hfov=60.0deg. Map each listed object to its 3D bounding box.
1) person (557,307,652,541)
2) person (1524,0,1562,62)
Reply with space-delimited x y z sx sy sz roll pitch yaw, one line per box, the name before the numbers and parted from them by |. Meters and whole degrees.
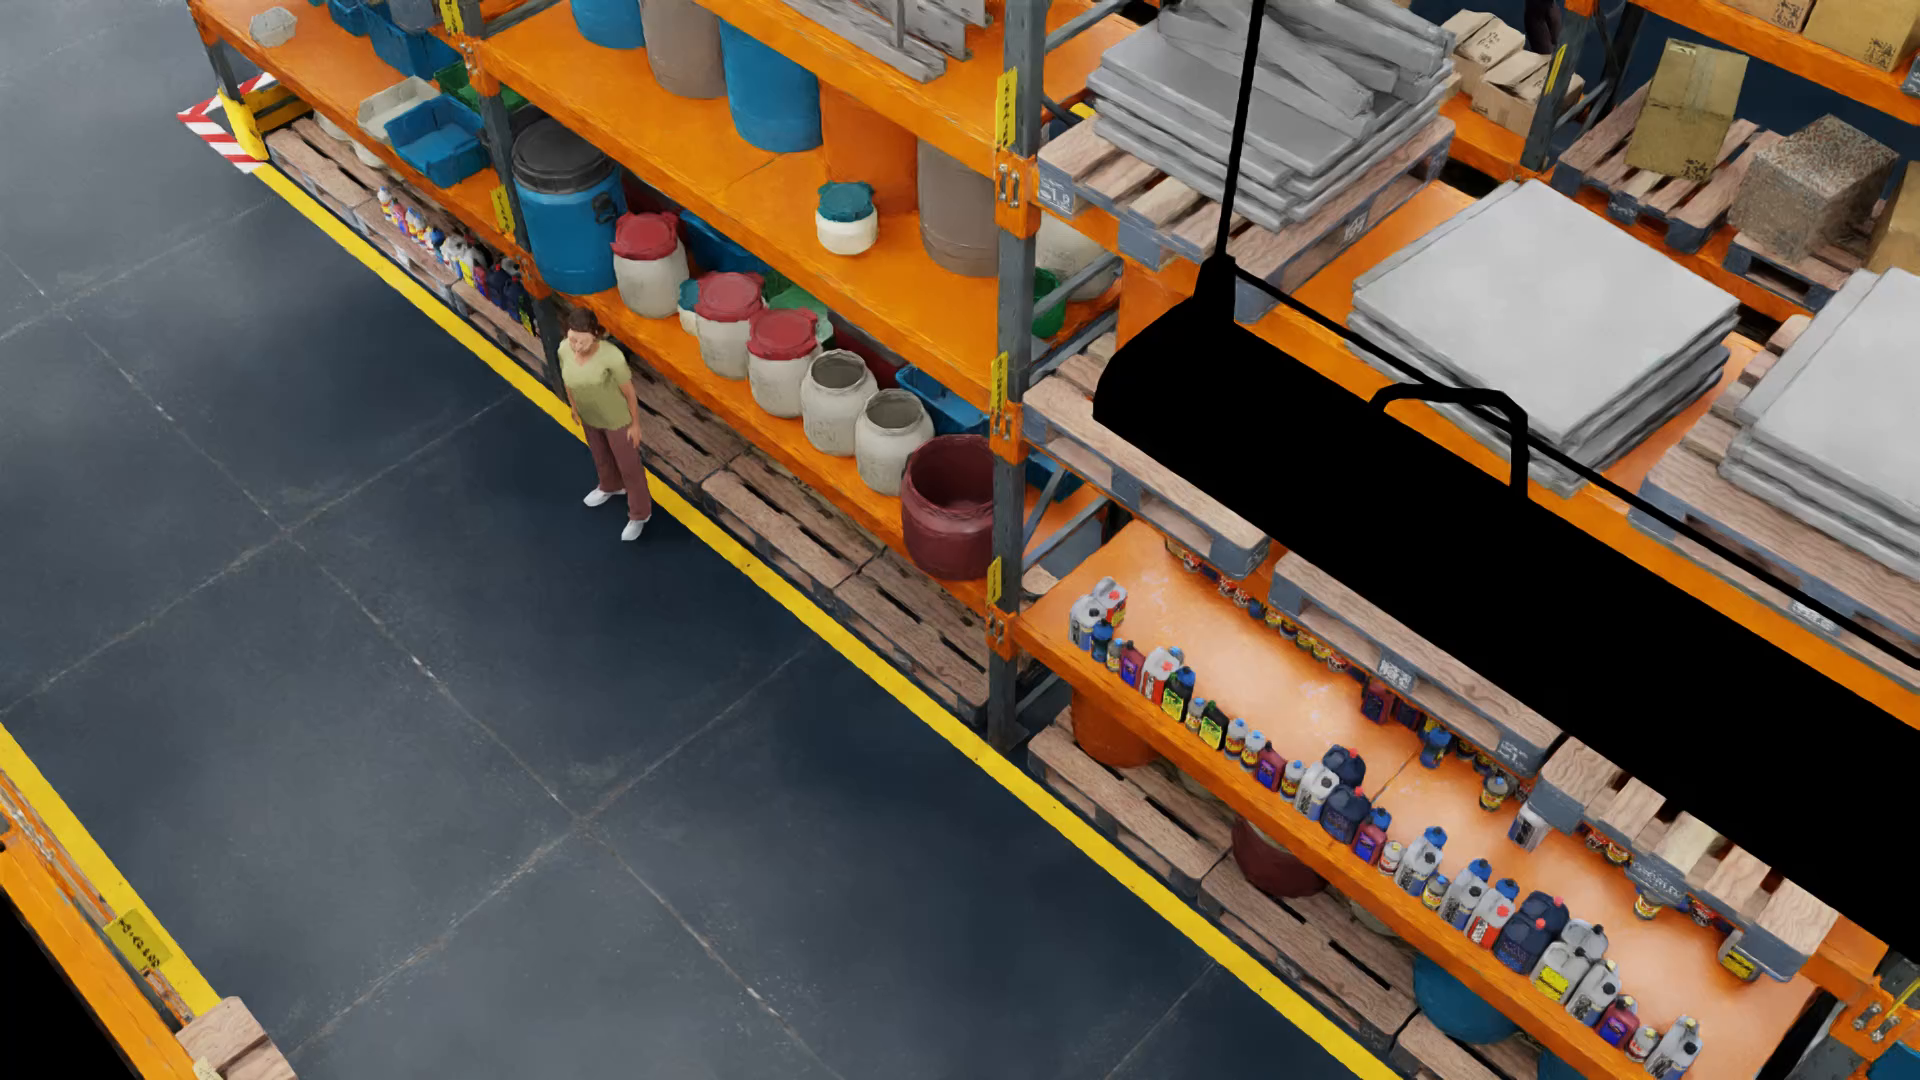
person | -2.139 -0.704 9.868 0.537 1.679 0.454 18 52 14
person | 4.693 -4.505 13.085 0.534 1.674 0.677 35 58 25
